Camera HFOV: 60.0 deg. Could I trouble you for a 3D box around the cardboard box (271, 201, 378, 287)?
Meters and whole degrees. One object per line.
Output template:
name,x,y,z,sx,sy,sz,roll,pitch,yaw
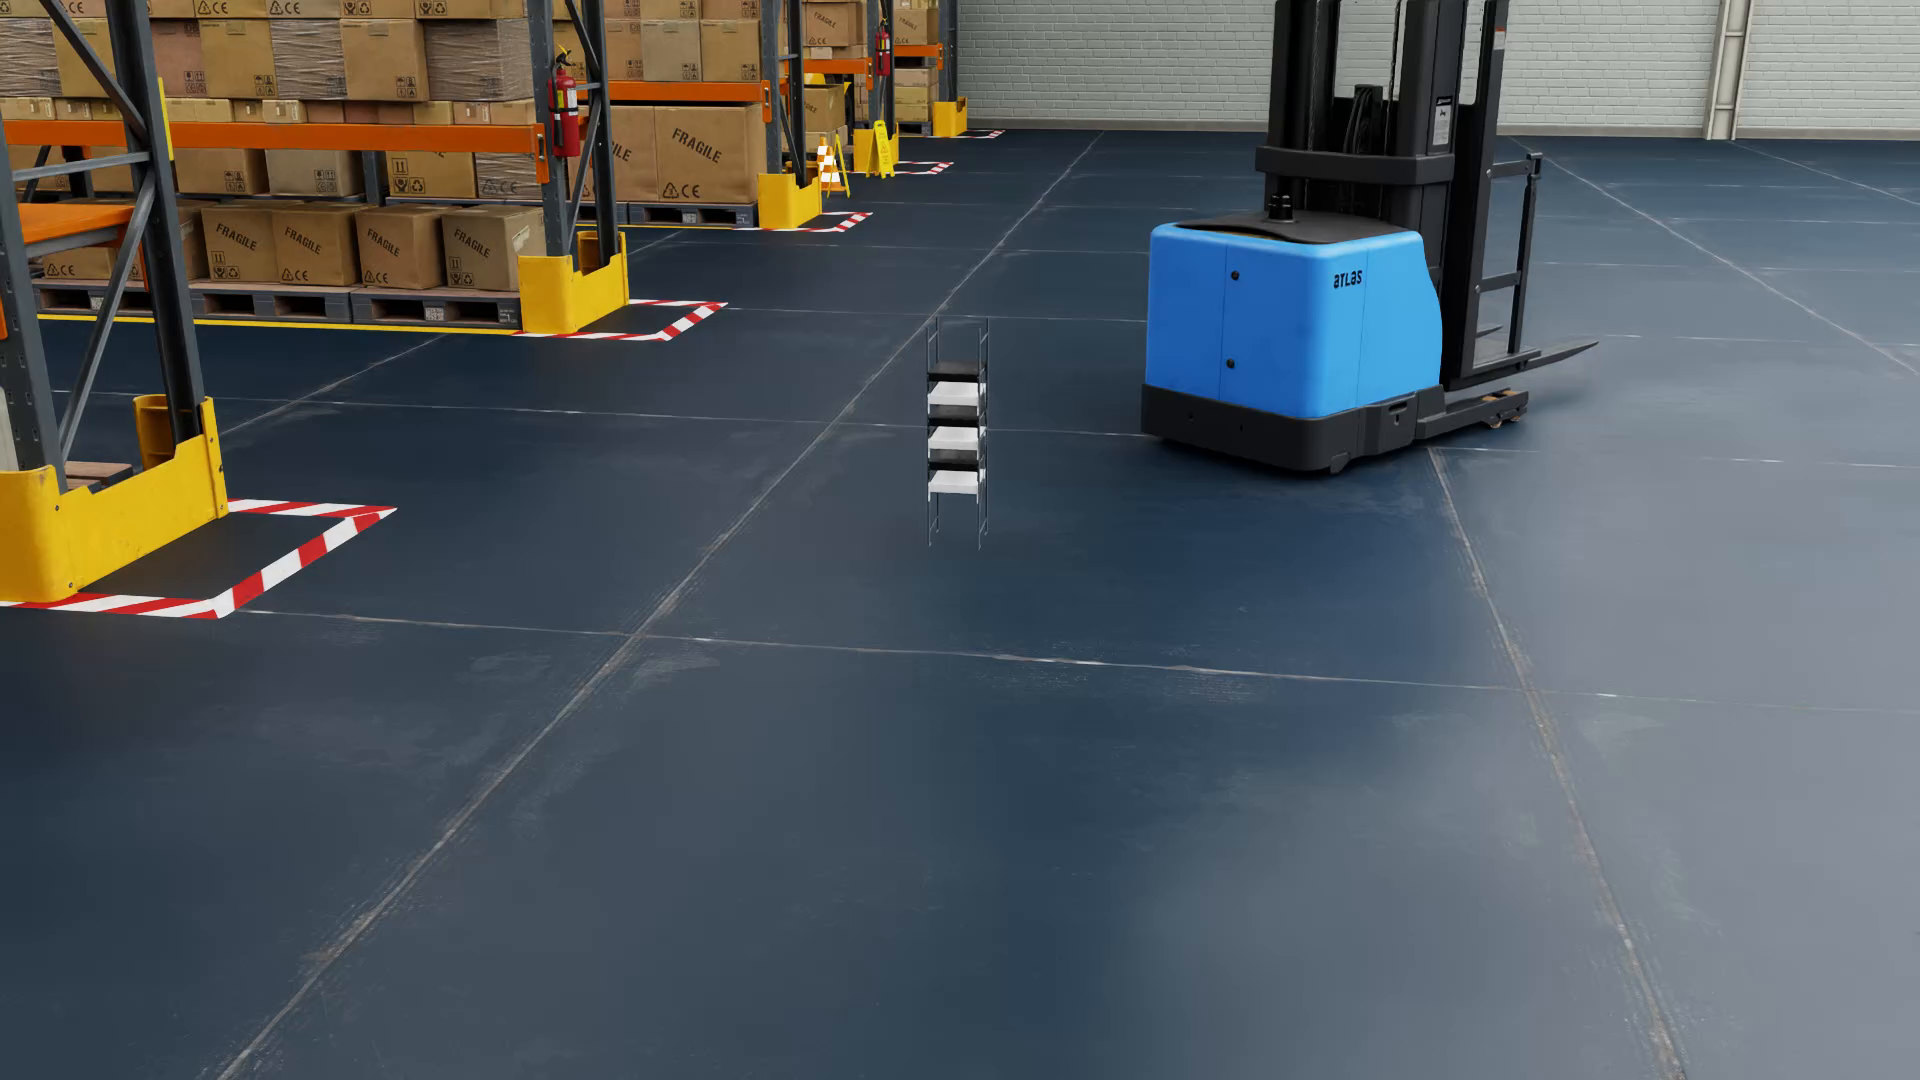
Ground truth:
cardboard box,-4.354,-2.048,11.475,0.500,0.500,0.500,5,19,14

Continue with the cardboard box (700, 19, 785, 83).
cardboard box,-2.017,-4.566,15.485,0.550,0.550,0.875,3,19,9

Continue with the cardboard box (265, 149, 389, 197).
cardboard box,-6.220,-3.827,16.396,0.750,0.750,1.050,3,19,8

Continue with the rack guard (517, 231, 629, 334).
rack guard,-2.605,-1.760,11.274,0.348,0.500,1.175,3,19,9

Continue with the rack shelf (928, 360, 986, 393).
rack shelf,-0.008,-0.652,6.586,0.200,0.077,0.258,3,19,9

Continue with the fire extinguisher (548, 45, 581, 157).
fire extinguisher,-2.490,-2.754,10.430,0.183,0.674,0.296,3,19,9

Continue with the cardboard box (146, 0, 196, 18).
cardboard box,-5.088,-3.653,10.791,0.500,0.500,0.500,3,19,9

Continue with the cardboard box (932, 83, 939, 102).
cardboard box,-0.605,-6.822,25.349,0.500,0.250,0.500,3,19,10

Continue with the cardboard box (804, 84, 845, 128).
cardboard box,-1.734,-5.425,20.779,0.500,0.500,0.500,2,19,7

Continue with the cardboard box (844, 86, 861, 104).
cardboard box,-1.711,-6.708,25.008,0.500,0.250,0.500,2,19,7

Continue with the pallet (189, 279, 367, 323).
pallet,-4.602,-1.737,11.661,1.213,0.211,1.003,3,19,9

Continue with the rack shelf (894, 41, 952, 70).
rack shelf,-2.149,-7.361,25.208,4.000,0.370,1.077,3,19,9

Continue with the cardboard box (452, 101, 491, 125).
cardboard box,-3.091,-2.785,10.794,0.250,0.149,0.380,3,19,9

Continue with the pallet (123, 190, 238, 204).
pallet,-7.574,-3.445,16.766,1.213,0.211,1.003,3,19,9

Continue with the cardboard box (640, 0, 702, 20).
cardboard box,-2.561,-5.103,15.388,0.550,0.550,0.875,3,19,9

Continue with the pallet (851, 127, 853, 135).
pallet,-2.137,-6.366,25.497,1.213,0.211,1.003,3,19,9

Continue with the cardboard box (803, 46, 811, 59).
cardboard box,-1.878,-5.876,20.034,0.250,0.149,0.380,3,19,8

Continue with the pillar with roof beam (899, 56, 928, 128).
pillar with roof beam,-1.401,-9.415,20.759,0.400,9.000,9.100,3,19,9

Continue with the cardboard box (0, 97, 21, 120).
cardboard box,-6.314,-2.918,11.194,0.250,0.149,0.380,3,19,9

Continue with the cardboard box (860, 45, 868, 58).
cardboard box,-1.260,-6.009,20.430,0.250,0.149,0.380,3,19,9

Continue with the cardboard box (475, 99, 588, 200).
cardboard box,-4.092,-3.785,16.075,0.875,0.875,0.875,3,19,9

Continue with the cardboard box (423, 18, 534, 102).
cardboard box,-3.068,-3.166,10.911,0.500,0.500,0.875,3,19,9

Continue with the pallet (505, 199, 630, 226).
pallet,-3.646,-3.245,16.170,1.213,0.211,1.003,3,19,9

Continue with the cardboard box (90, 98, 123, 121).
cardboard box,-5.570,-2.888,11.103,0.250,0.149,0.380,3,19,9

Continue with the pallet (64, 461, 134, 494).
pallet,-4.199,-0.099,6.766,1.213,0.211,1.003,3,19,9

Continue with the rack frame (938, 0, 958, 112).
rack frame,-0.174,-7.601,24.793,0.127,3.000,1.000,3,19,9

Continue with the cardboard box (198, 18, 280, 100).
cardboard box,-4.560,-3.221,11.076,0.500,0.500,0.875,3,19,9

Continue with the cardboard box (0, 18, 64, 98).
cardboard box,-6.044,-3.289,11.279,0.500,0.500,0.875,3,19,9

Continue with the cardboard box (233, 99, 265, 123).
cardboard box,-4.577,-2.849,10.985,0.250,0.149,0.380,3,19,9

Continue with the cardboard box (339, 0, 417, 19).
cardboard box,-3.606,-3.577,10.566,0.500,0.500,0.500,3,19,9

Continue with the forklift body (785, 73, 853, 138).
forklift body,-2.336,-6.723,23.505,1.214,2.155,2.313,3,19,9

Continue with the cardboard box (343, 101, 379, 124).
cardboard box,-3.830,-2.824,10.912,0.250,0.149,0.380,3,19,9

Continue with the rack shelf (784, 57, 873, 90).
rack shelf,-2.932,-5.805,20.560,4.000,0.370,1.077,3,19,9

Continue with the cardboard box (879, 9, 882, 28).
cardboard box,-1.212,-7.620,24.692,0.500,0.500,0.500,4,19,10

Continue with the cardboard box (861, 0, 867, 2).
cardboard box,-1.307,-7.938,24.619,0.250,0.149,0.380,3,19,8

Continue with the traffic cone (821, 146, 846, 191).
traffic cone,-1.427,-4.095,18.314,0.334,0.463,0.336,3,19,9

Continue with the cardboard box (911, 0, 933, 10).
cardboard box,-0.561,-7.886,24.464,0.250,0.149,0.380,3,19,9

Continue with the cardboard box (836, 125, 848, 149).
cardboard box,-1.710,-5.068,20.895,0.500,0.250,0.500,3,19,8

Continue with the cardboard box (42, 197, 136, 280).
cardboard box,-6.090,-2.124,11.700,0.500,0.500,0.500,2,19,7

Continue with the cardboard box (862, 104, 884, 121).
cardboard box,-1.178,-6.449,25.021,0.500,0.250,0.500,3,19,9

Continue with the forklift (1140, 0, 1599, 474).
forklift,2.313,-2.067,8.362,3.031,2.935,1.130,-16,24,-40

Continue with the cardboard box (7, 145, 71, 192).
cardboard box,-8.955,-3.966,16.813,0.750,0.750,1.050,3,19,8

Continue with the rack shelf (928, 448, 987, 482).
rack shelf,-0.008,-0.310,6.701,0.200,0.077,0.258,3,19,9

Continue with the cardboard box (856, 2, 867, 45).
cardboard box,-1.381,-6.345,20.413,0.500,0.500,0.500,3,19,8

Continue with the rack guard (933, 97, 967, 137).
rack guard,-0.150,-6.415,25.186,0.348,0.500,1.175,3,19,9

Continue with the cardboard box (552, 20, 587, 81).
cardboard box,-3.626,-4.668,15.790,0.500,0.550,0.875,3,19,9

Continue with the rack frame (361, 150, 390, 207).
rack frame,-5.592,-4.691,16.097,0.127,3.000,1.000,3,19,9

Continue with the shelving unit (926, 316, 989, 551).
shelving unit,-0.008,-0.427,6.662,0.210,0.900,0.258,3,19,9

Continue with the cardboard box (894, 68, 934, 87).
cardboard box,-0.678,-6.896,24.781,0.500,0.250,0.500,4,19,10
